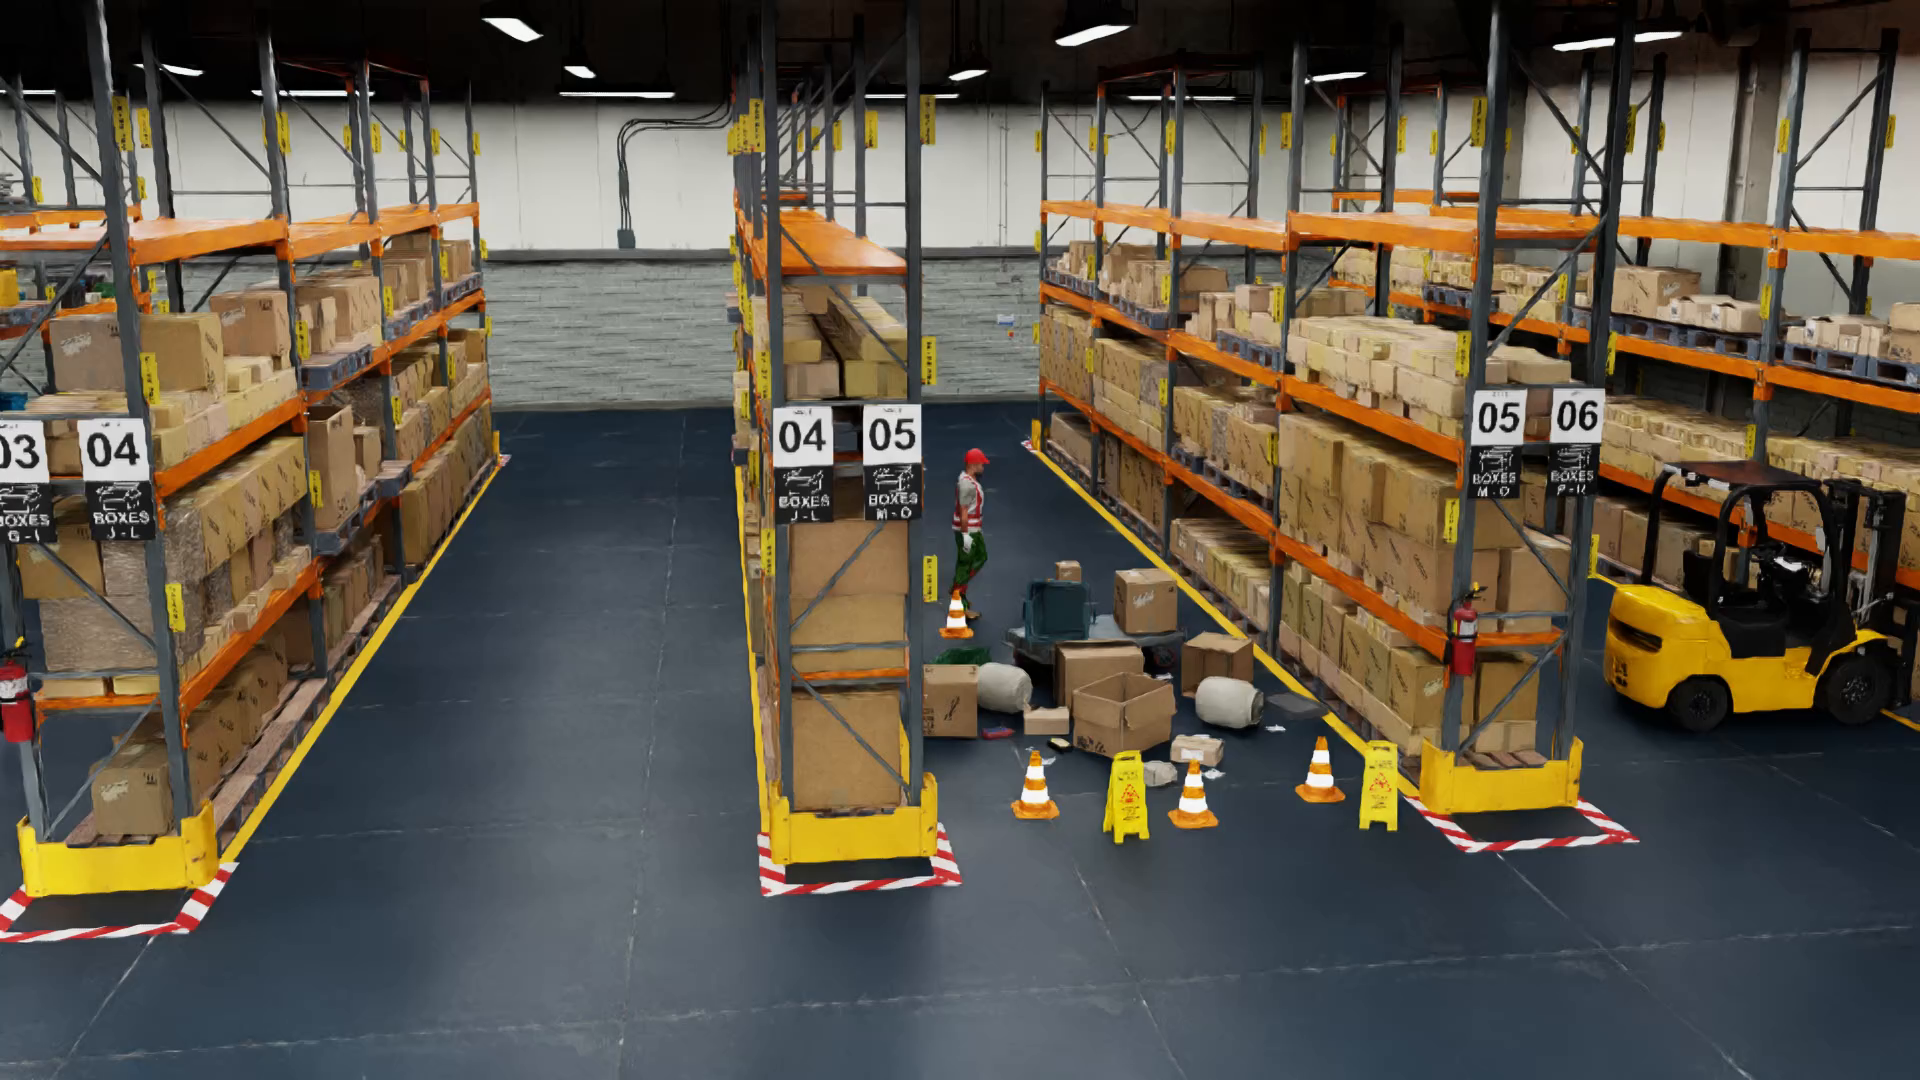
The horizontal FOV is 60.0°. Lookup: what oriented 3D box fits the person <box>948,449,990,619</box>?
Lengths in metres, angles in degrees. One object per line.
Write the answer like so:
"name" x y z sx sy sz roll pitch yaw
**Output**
"person" 0.092 -0.100 17.750 0.459 1.770 0.671 0 13 0
